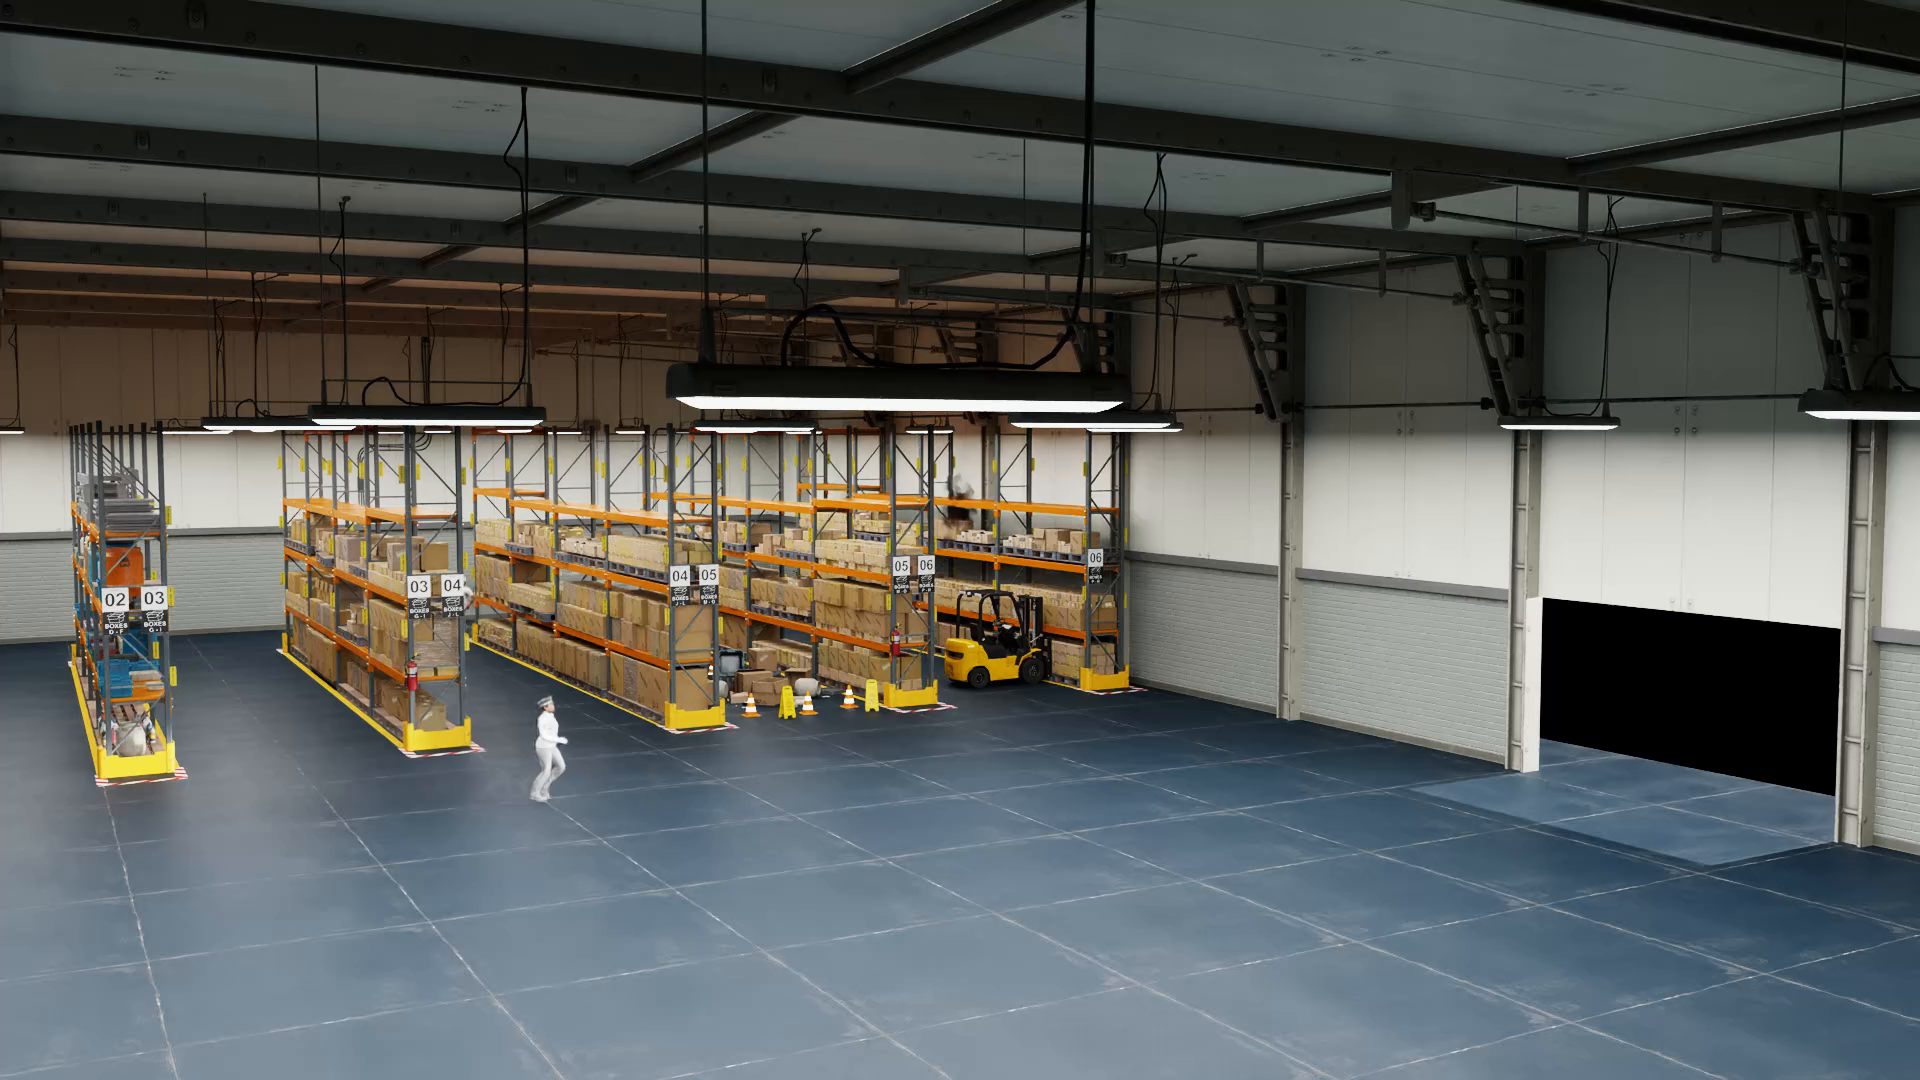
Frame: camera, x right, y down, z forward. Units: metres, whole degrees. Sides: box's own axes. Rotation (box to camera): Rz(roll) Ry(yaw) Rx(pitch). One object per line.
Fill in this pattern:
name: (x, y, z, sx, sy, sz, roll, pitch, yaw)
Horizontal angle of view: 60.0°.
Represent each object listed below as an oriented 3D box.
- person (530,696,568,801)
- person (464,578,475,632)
person: (-6.450, 3.272, 26.136, 0.624, 1.670, 0.640, 0, 4, 1)
person: (-14.248, 1.917, 47.392, 0.764, 1.729, 0.962, 3, 4, 38)
